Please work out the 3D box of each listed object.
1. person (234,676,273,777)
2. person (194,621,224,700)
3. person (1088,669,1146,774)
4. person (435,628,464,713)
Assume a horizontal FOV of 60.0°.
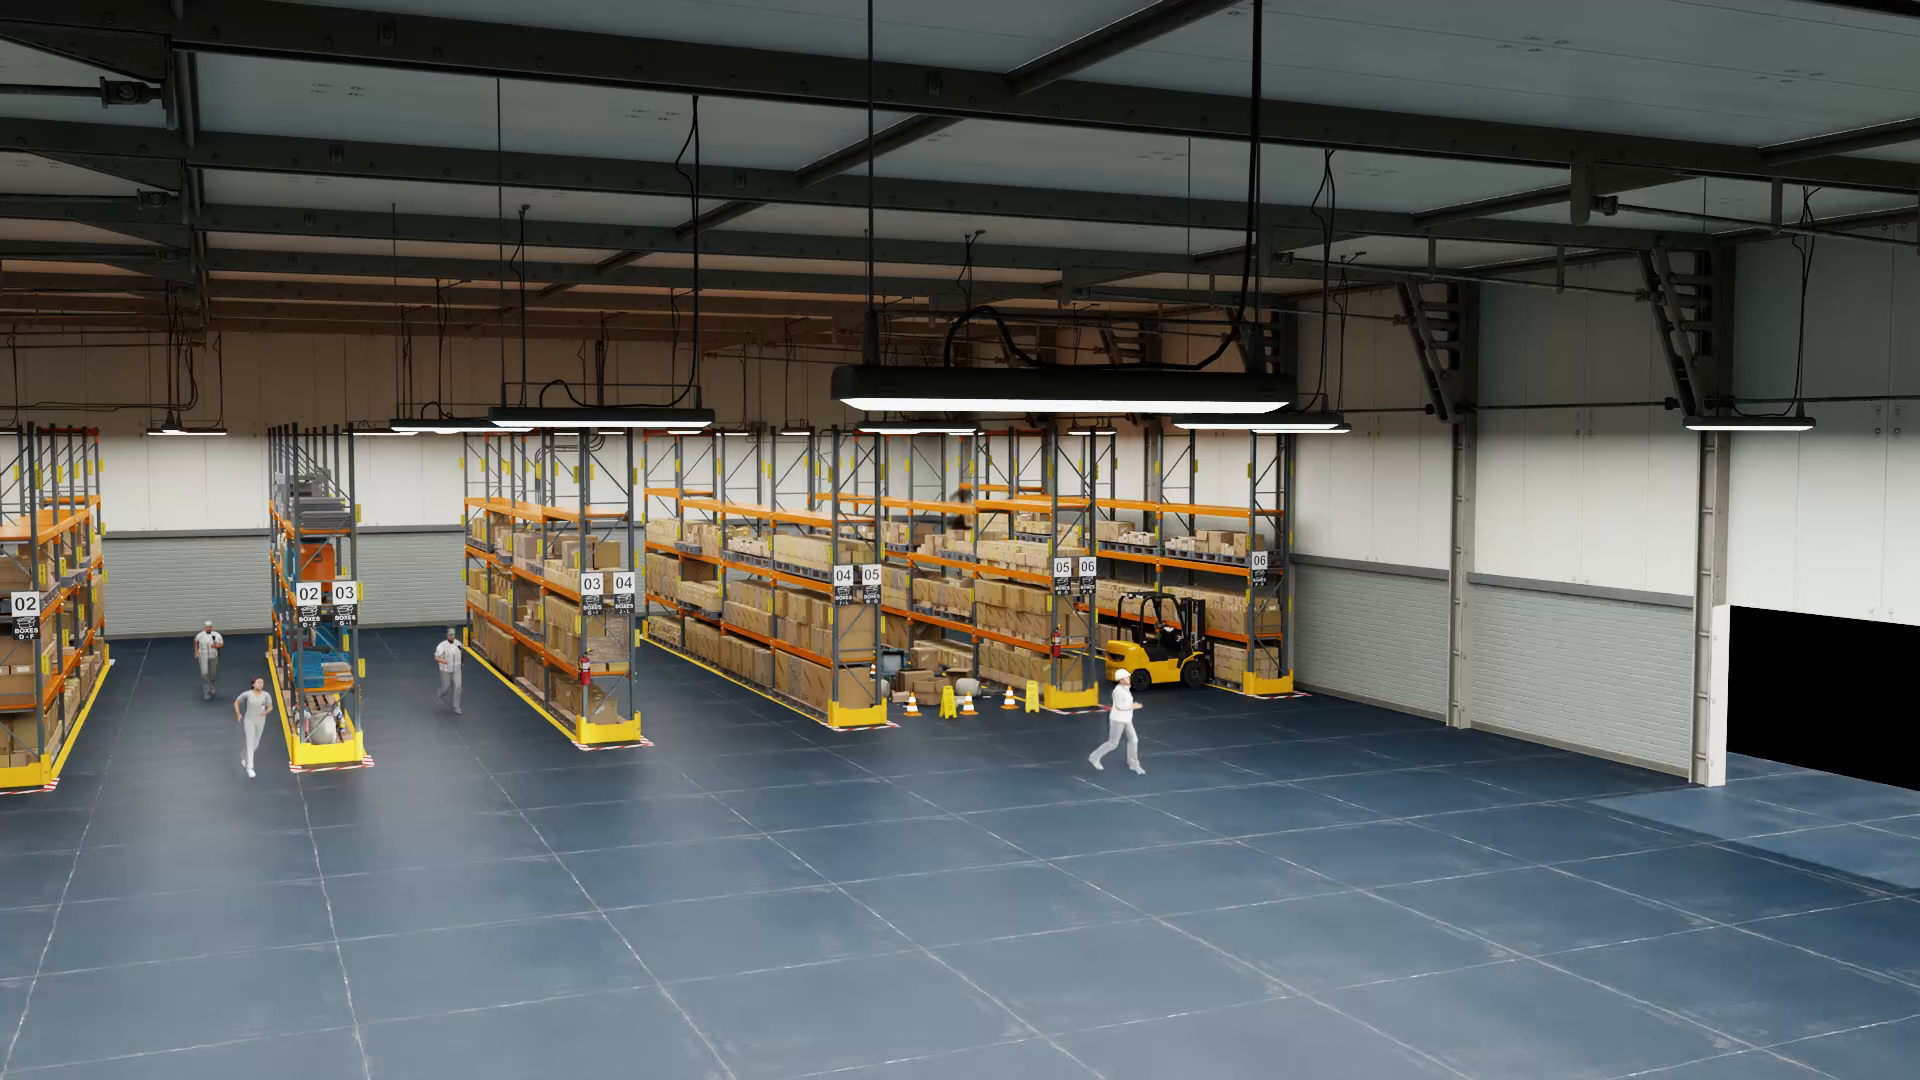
[{"bbox_3d":[-12.108,3.162,28.548,0.593,1.668,0.886,-3,5,-39],"label":"person"},{"bbox_3d":[-16.598,2.636,36.766,0.580,1.710,0.826,-2,4,-27],"label":"person"},{"bbox_3d":[2.701,3.098,28.417,0.954,1.806,0.665,1,4,21],"label":"person"},{"bbox_3d":[-10.698,2.712,34.845,0.647,1.768,0.943,-3,4,-38],"label":"person"}]
